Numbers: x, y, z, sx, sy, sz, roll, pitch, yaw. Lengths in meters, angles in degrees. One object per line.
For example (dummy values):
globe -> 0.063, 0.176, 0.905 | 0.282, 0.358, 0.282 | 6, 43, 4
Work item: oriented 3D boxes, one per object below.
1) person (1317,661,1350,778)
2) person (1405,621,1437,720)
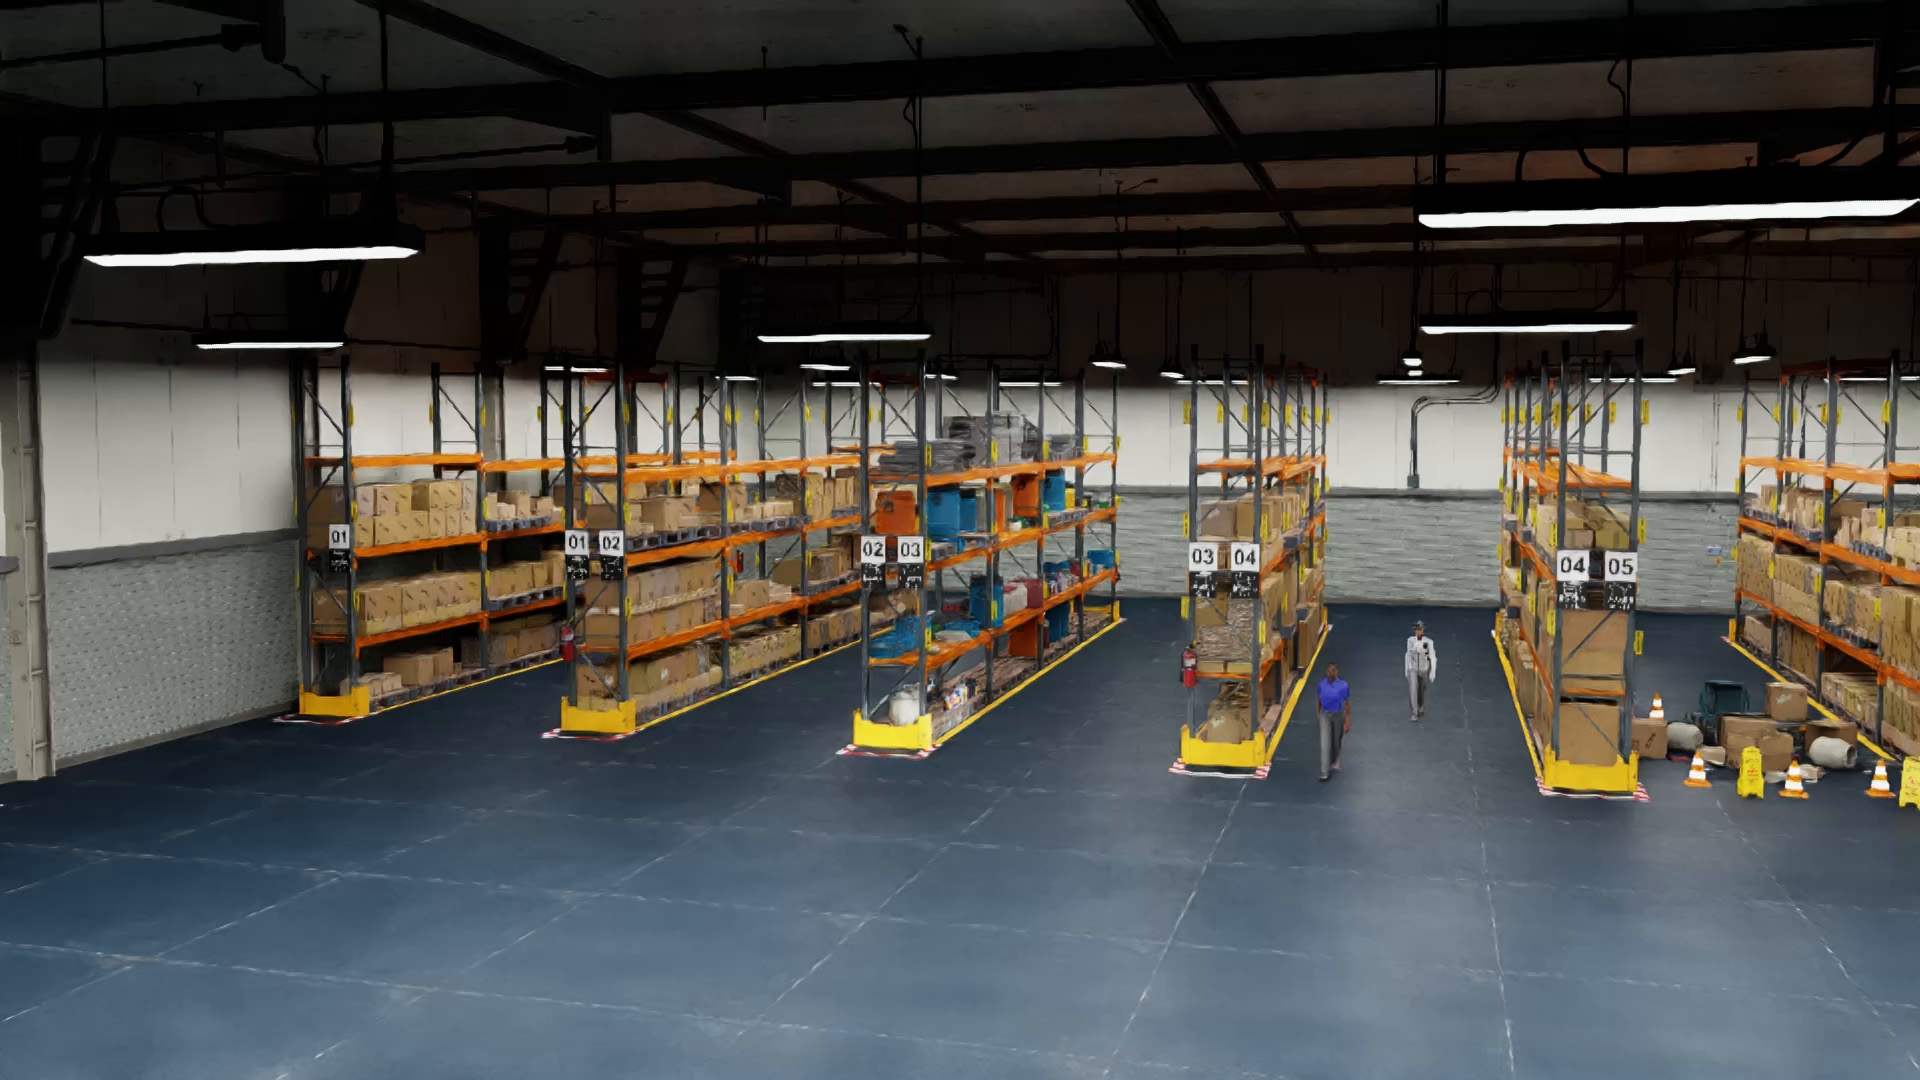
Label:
person -> 5.176, 2.469, 23.056 | 0.461, 1.596, 0.999 | 1, 4, 14
person -> 7.586, 2.129, 27.391 | 0.502, 1.624, 0.997 | 1, 4, 14
